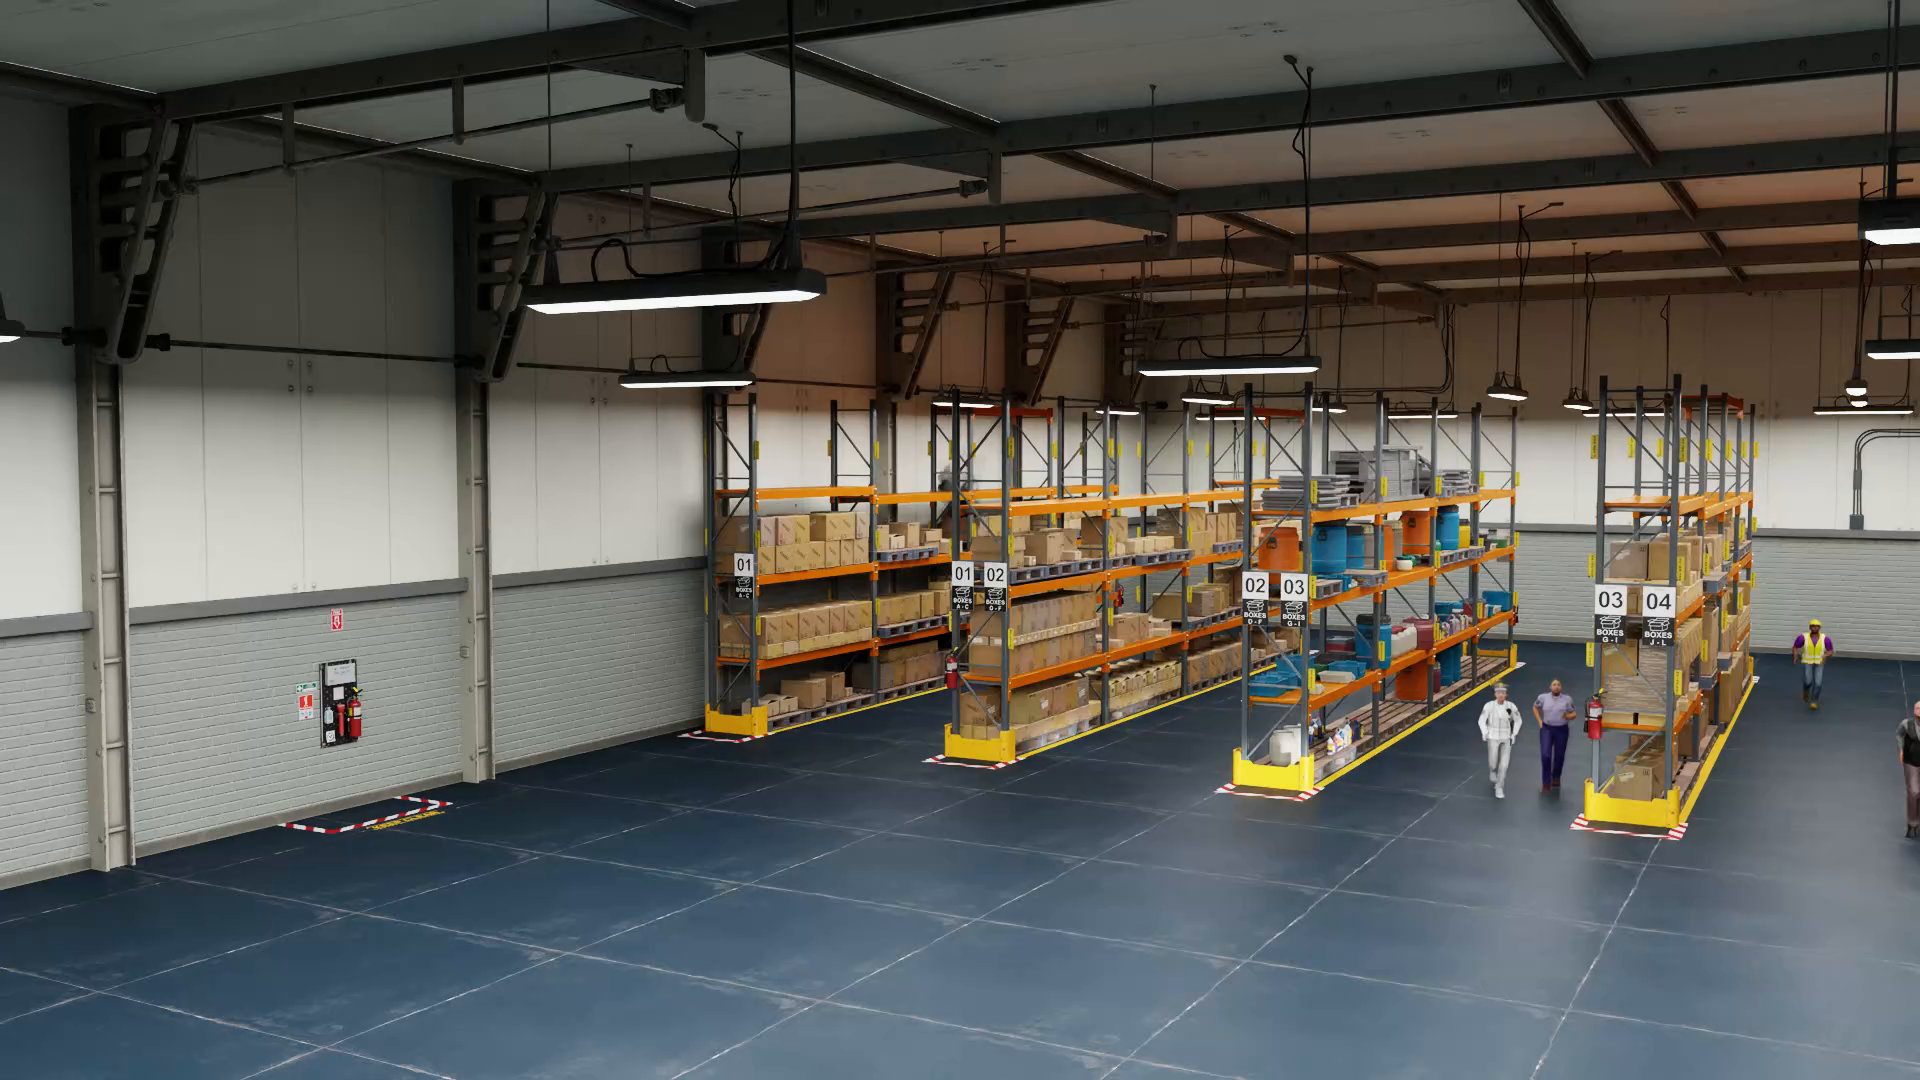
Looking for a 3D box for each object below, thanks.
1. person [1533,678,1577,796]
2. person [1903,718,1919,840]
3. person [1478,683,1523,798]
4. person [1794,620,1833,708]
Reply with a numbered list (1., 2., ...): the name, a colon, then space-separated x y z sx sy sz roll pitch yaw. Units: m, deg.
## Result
1. person: 12.730 3.025 21.551 9.564 1.720 4.632 1 3 11
2. person: 12.520 3.085 21.645 0.447 1.552 0.777 2 4 30
3. person: 4.023 1.744 30.852 11.565 3.180 11.627 1 3 15
4. person: 16.562 2.397 32.273 0.678 1.720 0.422 1 3 22
